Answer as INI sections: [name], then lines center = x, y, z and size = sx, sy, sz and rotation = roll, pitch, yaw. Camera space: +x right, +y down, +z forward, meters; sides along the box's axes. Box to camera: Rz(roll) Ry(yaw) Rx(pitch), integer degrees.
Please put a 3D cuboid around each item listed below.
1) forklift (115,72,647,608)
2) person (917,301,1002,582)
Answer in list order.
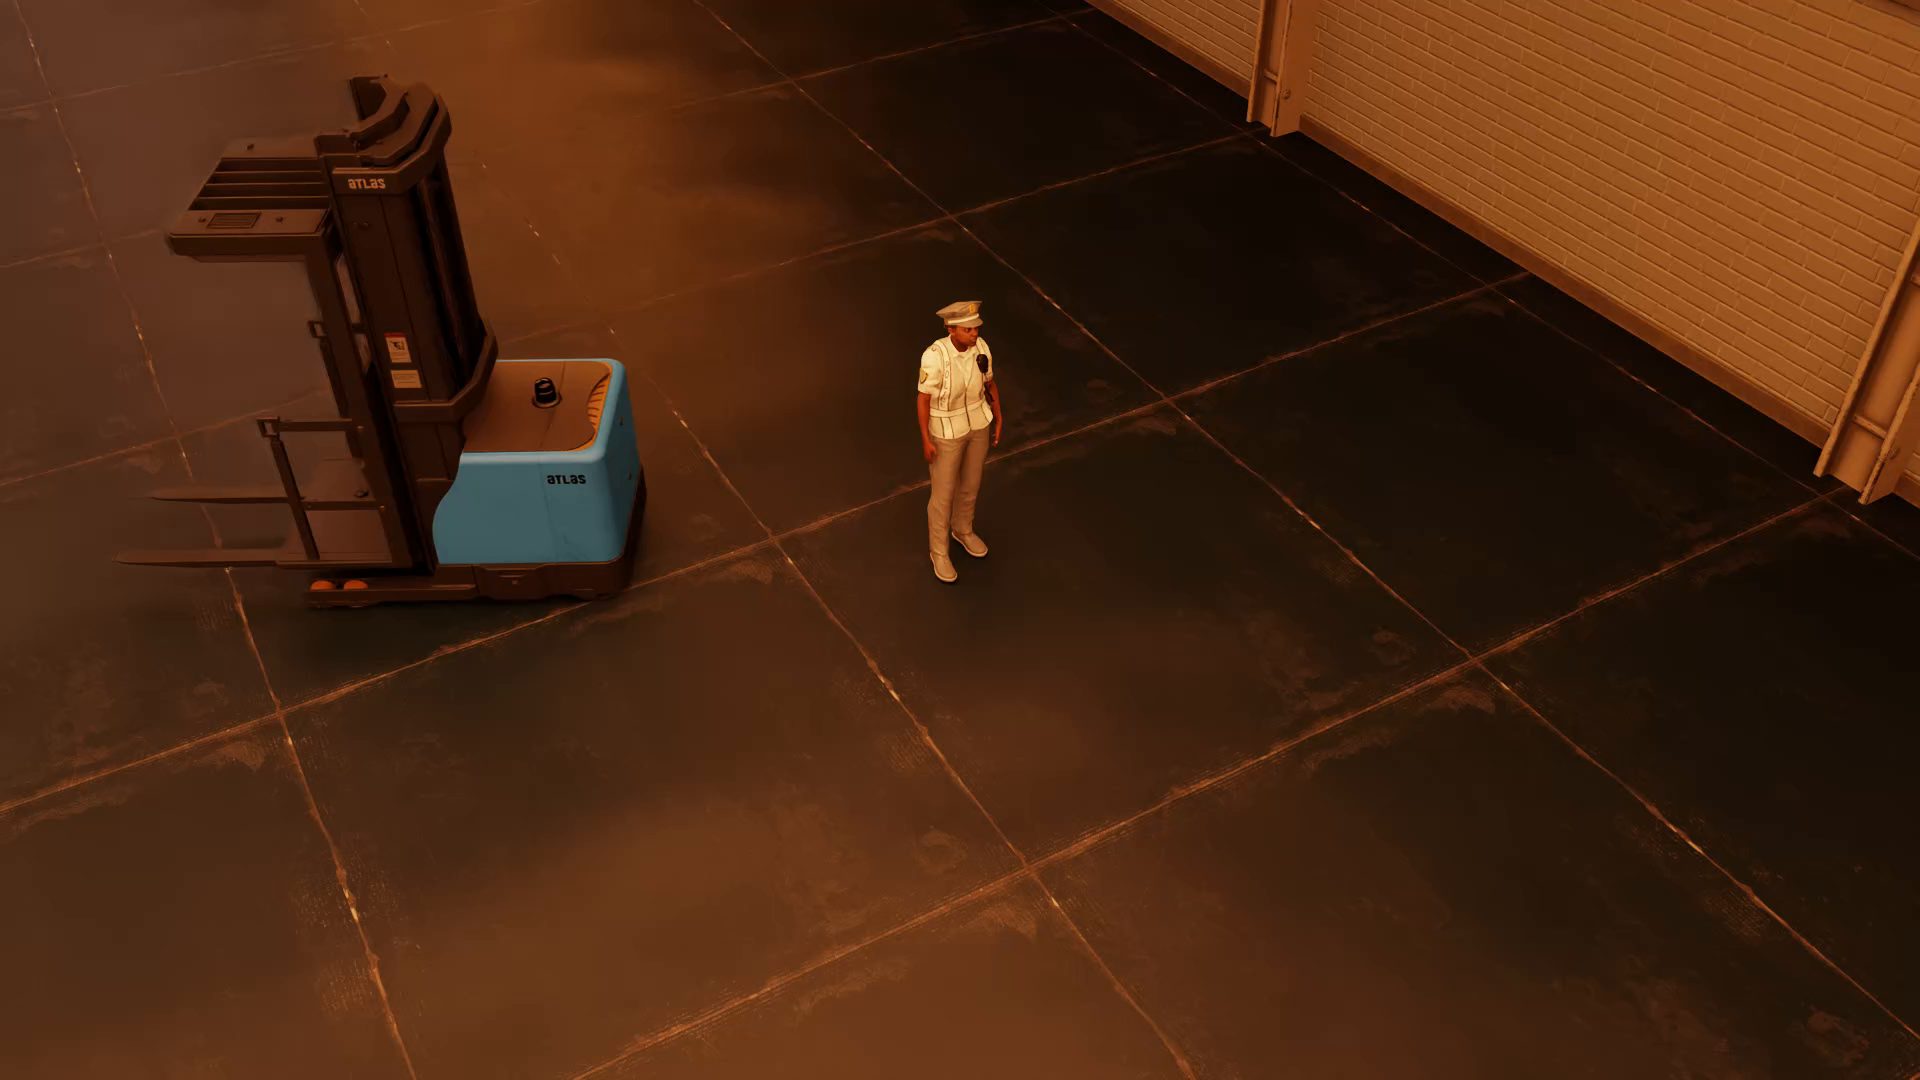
[forklift]
center = -3.495, -1.068, 9.323
size = 3.031, 2.935, 1.130
rotation = -1, 40, -1
[person]
center = 0.021, -0.609, 9.729
size = 0.570, 1.694, 0.528
rotation = -20, 44, -23
